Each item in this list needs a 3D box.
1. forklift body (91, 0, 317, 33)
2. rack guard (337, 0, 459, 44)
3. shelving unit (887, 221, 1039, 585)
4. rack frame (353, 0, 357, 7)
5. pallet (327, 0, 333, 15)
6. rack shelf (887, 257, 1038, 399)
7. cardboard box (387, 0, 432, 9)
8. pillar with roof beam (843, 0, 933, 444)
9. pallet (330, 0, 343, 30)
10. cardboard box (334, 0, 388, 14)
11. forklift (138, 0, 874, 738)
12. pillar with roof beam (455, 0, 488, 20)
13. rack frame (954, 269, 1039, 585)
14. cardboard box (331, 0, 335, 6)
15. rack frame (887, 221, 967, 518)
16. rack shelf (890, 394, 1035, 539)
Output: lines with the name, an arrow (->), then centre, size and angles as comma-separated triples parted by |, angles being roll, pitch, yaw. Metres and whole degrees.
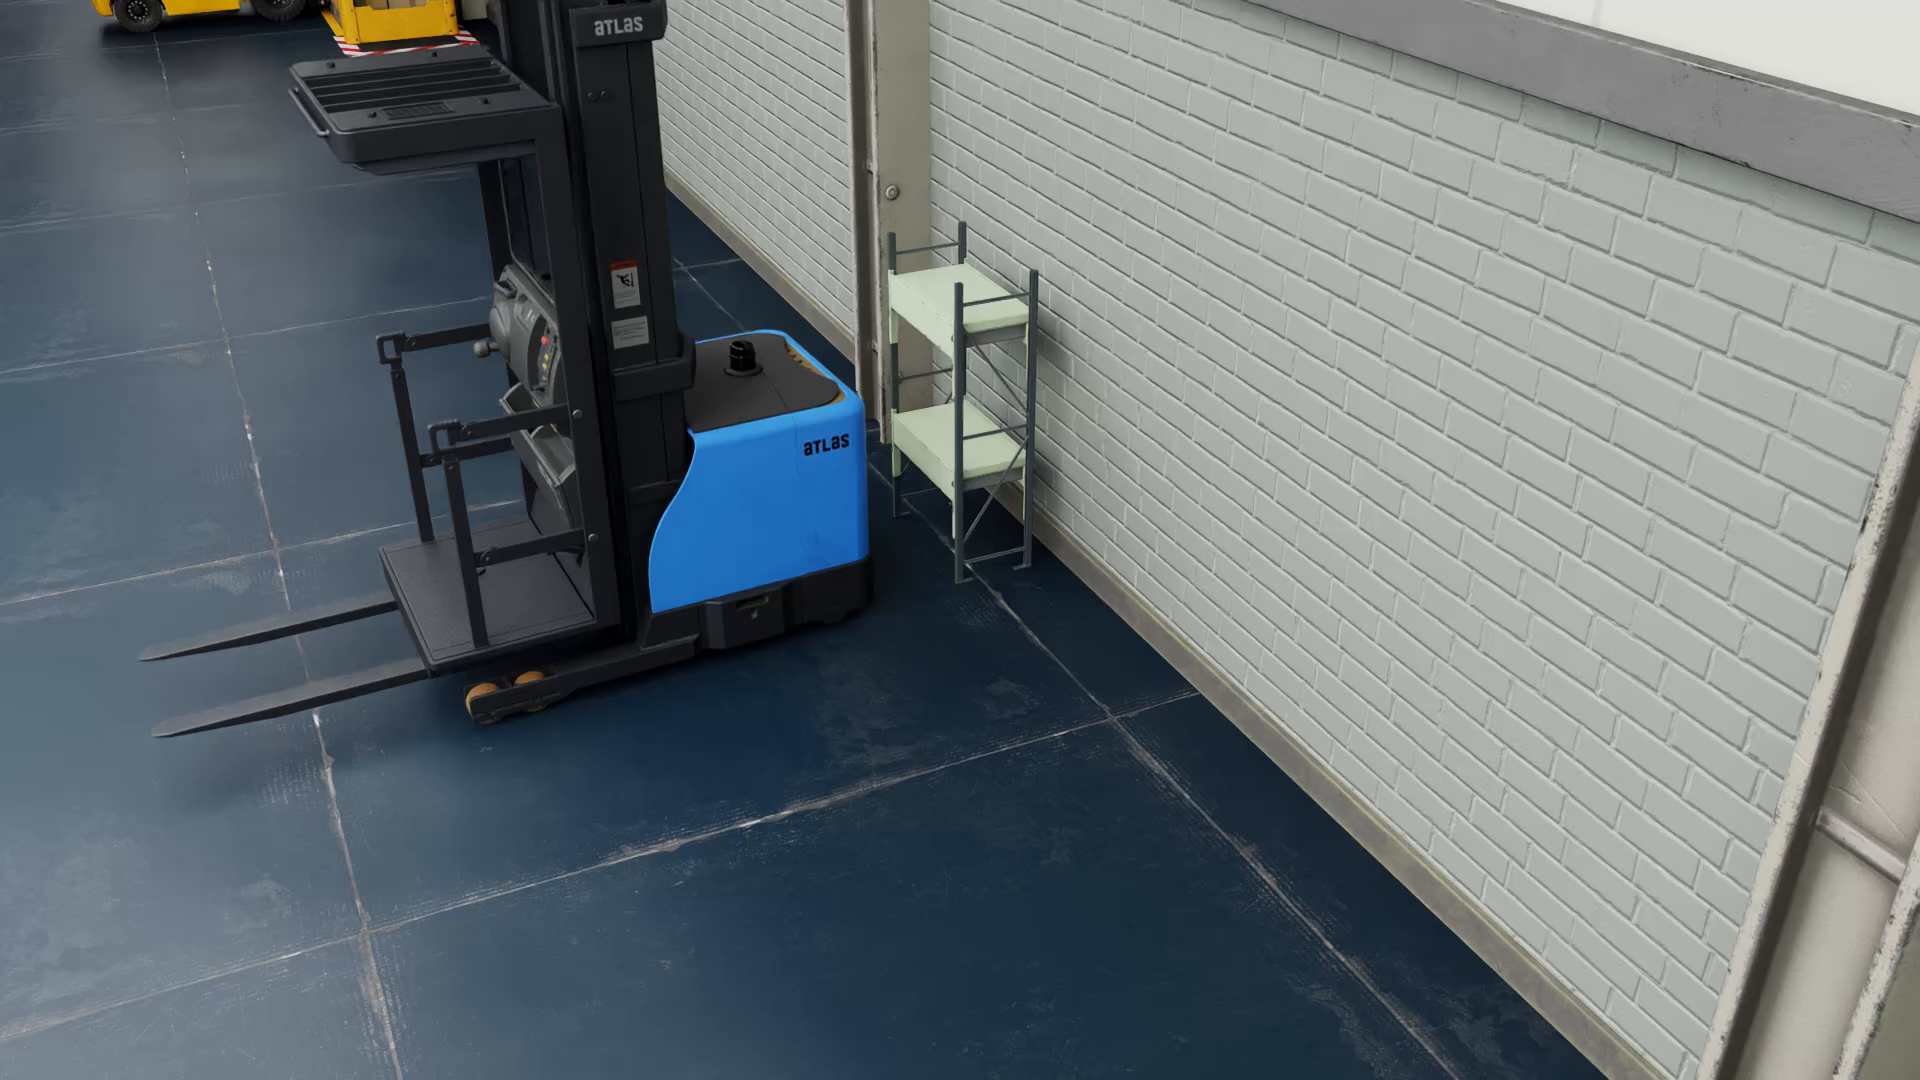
forklift body -> -8.496, -6.846, 18.259 | 2.313, 2.155, 1.214 | -13, 32, -22
rack guard -> -6.024, -5.660, 17.833 | 1.175, 0.500, 0.348 | -13, 32, -22
shelving unit -> 0.003, -0.651, 7.878 | 0.431, 1.500, 0.755 | -13, 32, -22
rack frame -> -6.034, -6.761, 17.241 | 1.000, 3.000, 0.127 | -13, 32, -22
pallet -> -6.920, -6.412, 19.469 | 1.003, 0.211, 1.213 | -13, 32, -22
rack shelf -> 0.003, -0.992, 7.687 | 0.431, 0.370, 0.720 | -13, 32, -22
cardboard box -> -6.068, -6.003, 18.271 | 0.500, 0.250, 0.500 | -13, 32, -22
pillar with roof beam -> -4.255, -3.670, 5.594 | 9.100, 9.000, 0.400 | -13, 32, -22
pallet -> -6.400, -5.874, 18.509 | 1.003, 0.211, 1.213 | -13, 32, -22
cardboard box -> -6.521, -5.886, 18.062 | 0.500, 0.250, 0.500 | -13, 32, -22
forklift -> -1.942, -0.811, 6.700 | 3.031, 2.935, 1.130 | -15, 32, -24
pillar with roof beam -> -9.407, -8.971, 15.047 | 9.100, 9.000, 0.400 | -13, 32, -22
rack frame -> 0.160, -0.490, 7.590 | 0.400, 1.500, 0.023 | -13, 32, -22
cardboard box -> -6.726, -6.108, 18.458 | 0.500, 0.250, 0.500 | -13, 32, -22
rack frame -> -0.154, -0.813, 8.166 | 0.400, 1.500, 0.023 | -13, 32, -22
rack shelf -> 0.003, -0.367, 8.037 | 0.431, 0.370, 0.720 | -13, 32, -22
